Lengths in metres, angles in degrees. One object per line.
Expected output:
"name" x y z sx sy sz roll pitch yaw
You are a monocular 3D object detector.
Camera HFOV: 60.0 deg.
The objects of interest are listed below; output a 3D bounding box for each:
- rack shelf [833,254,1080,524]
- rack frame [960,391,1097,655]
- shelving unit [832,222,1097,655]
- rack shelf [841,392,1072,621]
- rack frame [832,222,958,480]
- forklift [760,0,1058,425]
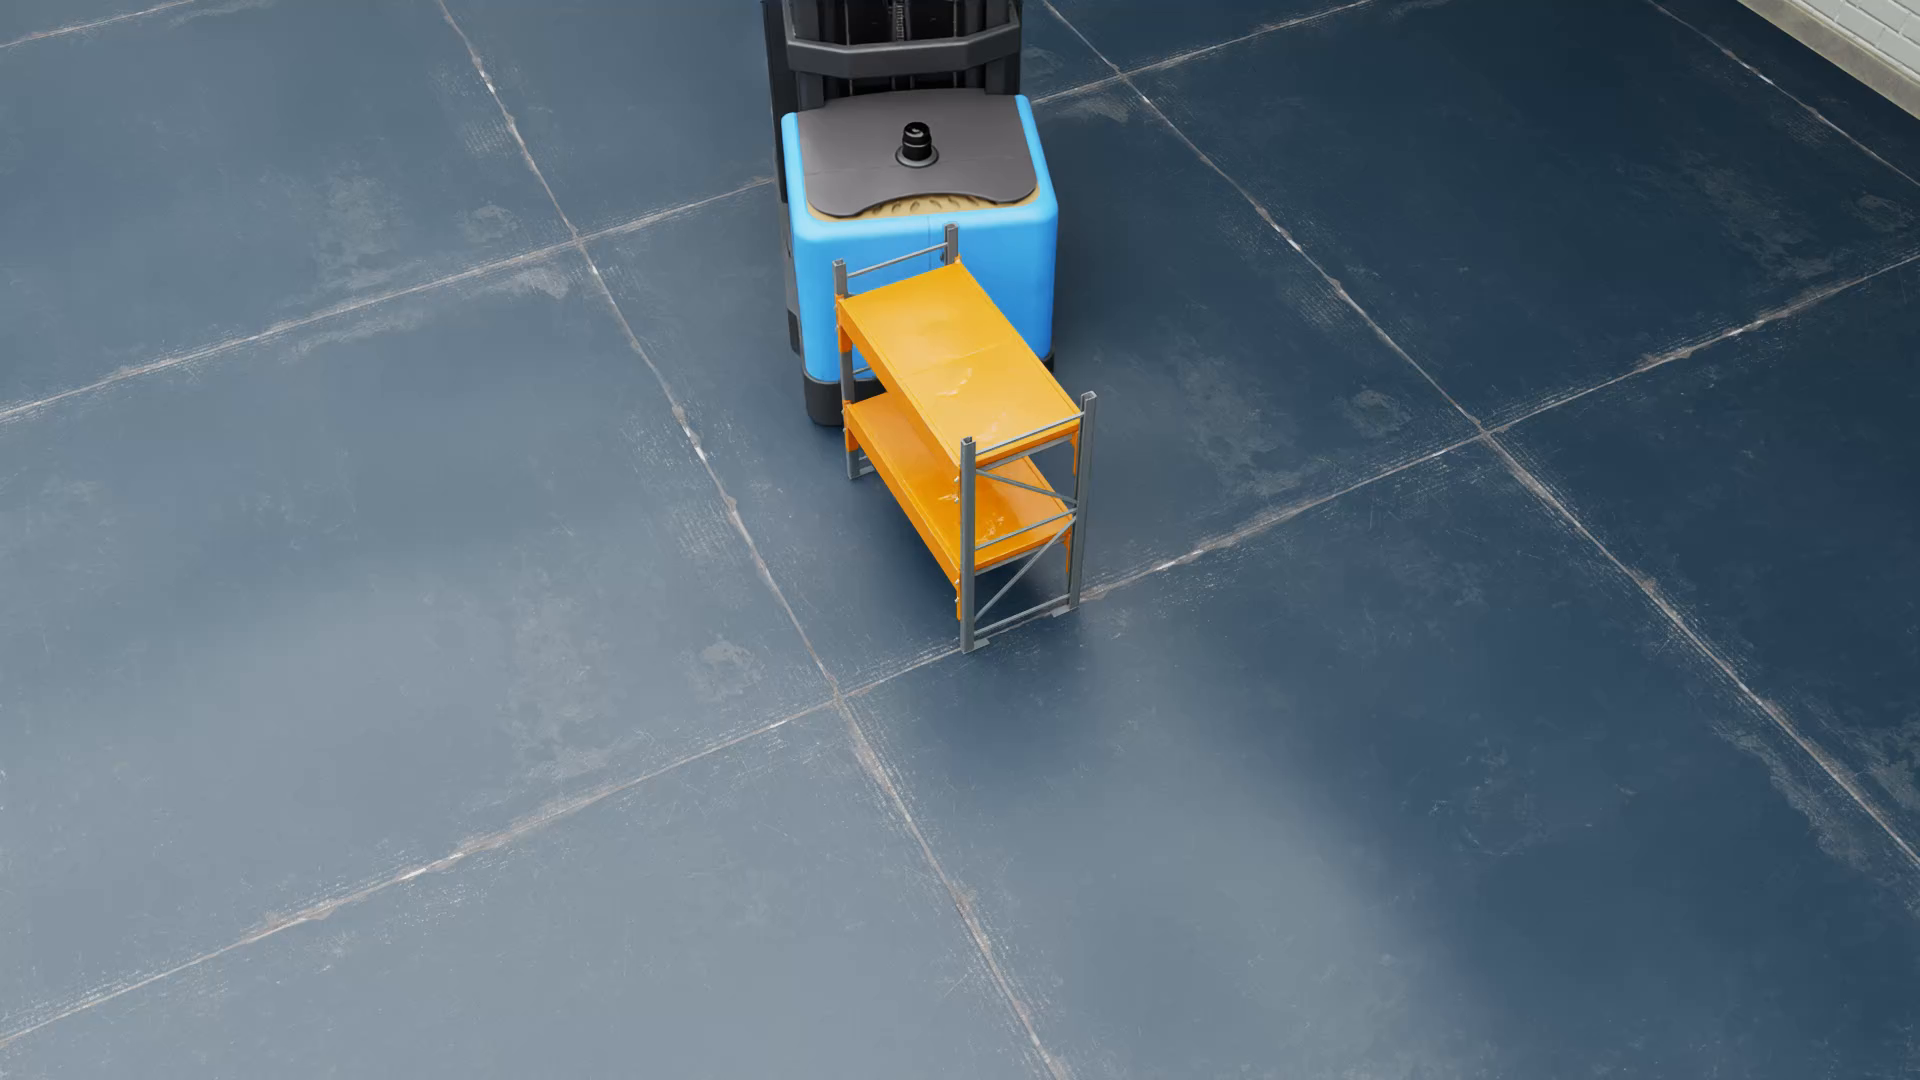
"rack shelf" -0.003 -0.568 6.003 0.538 0.278 1.000 -21 52 -18
"rack frame" 0.230 -0.035 5.926 0.500 1.125 0.032 -21 52 -18
"shelving unit" -0.003 -0.375 6.223 0.538 1.125 1.048 -21 52 -18
"rack shelf" -0.003 -0.214 6.407 0.538 0.278 1.000 -21 52 -18
"rack frame" -0.236 -0.715 6.521 0.500 1.125 0.032 -21 52 -18
"forklift" -0.316 -2.570 6.943 1.130 2.935 3.031 -6 49 -5
